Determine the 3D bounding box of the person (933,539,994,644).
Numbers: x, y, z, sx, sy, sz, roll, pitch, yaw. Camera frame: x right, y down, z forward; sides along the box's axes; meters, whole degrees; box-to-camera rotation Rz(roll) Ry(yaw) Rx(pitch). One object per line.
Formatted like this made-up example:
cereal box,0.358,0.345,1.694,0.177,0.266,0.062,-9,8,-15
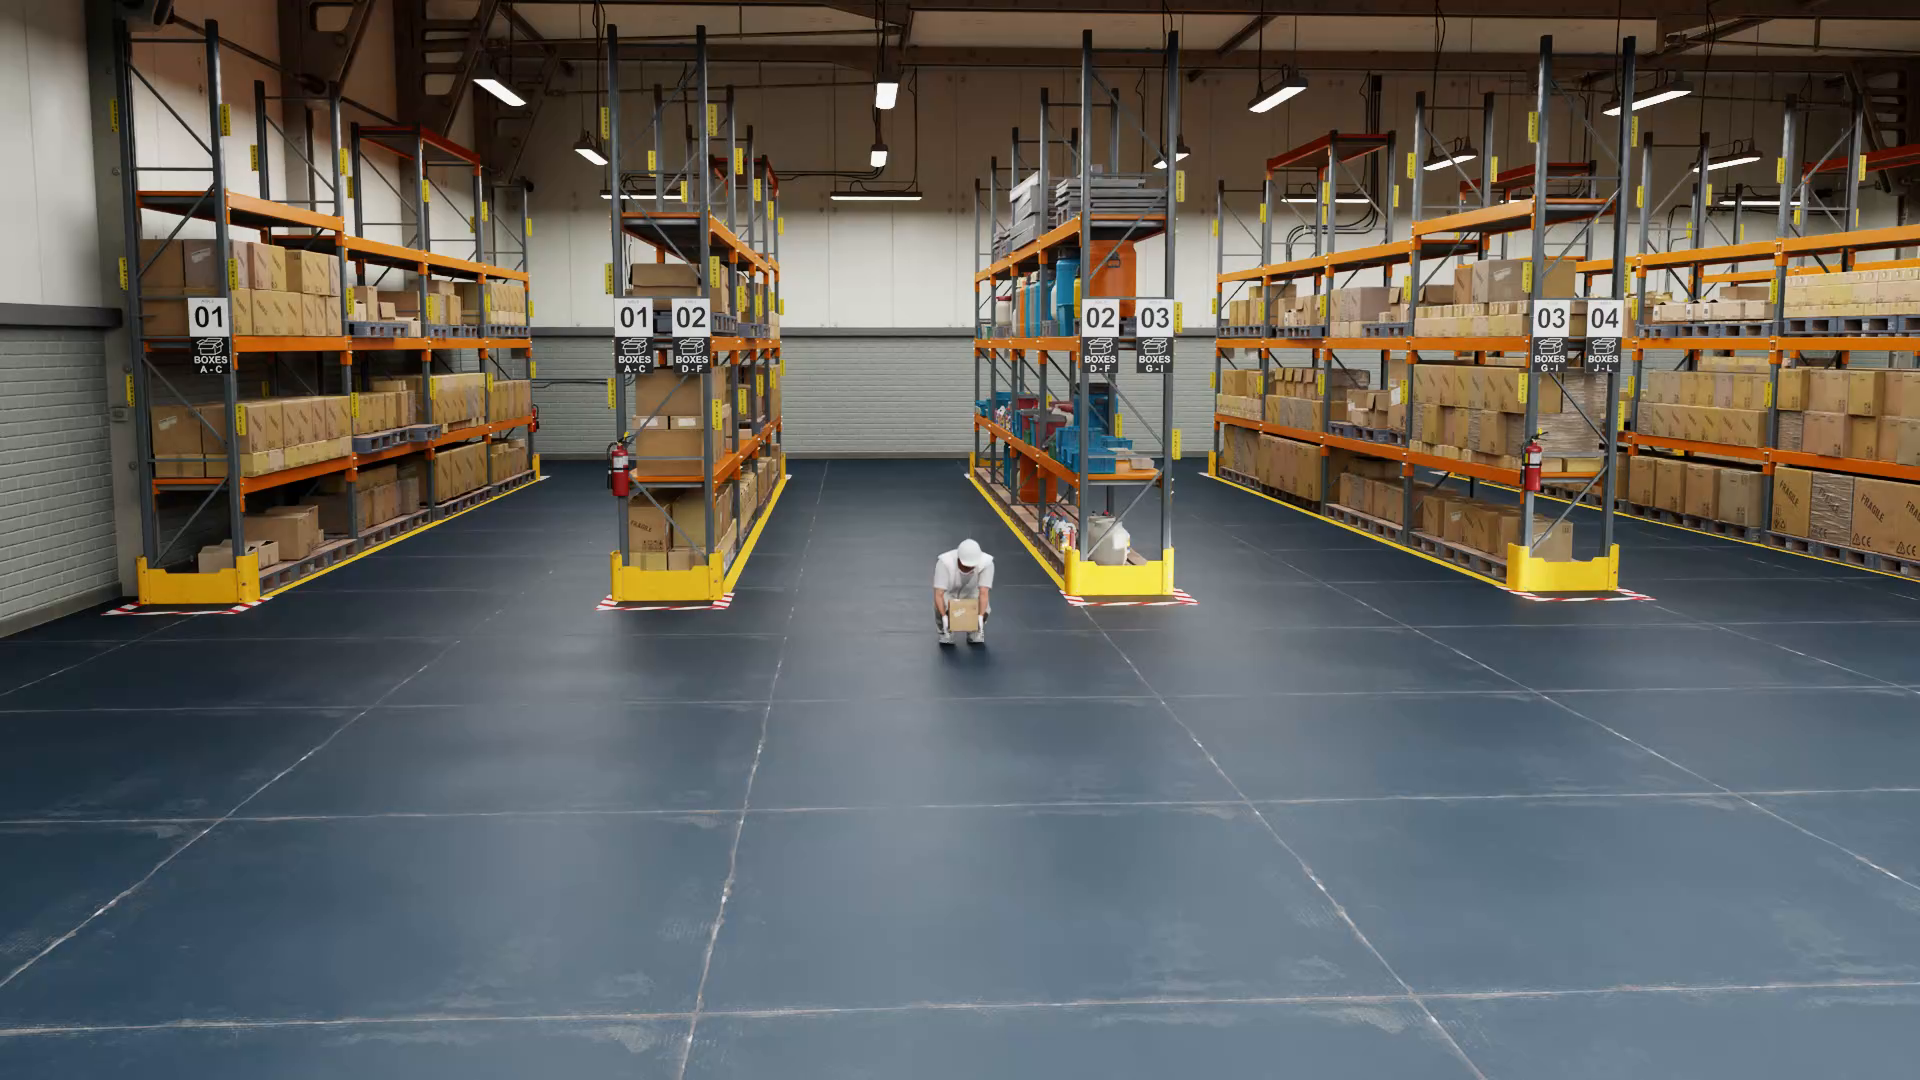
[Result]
person,0.028,0.461,15.137,0.559,1.000,0.893,-1,7,-4
